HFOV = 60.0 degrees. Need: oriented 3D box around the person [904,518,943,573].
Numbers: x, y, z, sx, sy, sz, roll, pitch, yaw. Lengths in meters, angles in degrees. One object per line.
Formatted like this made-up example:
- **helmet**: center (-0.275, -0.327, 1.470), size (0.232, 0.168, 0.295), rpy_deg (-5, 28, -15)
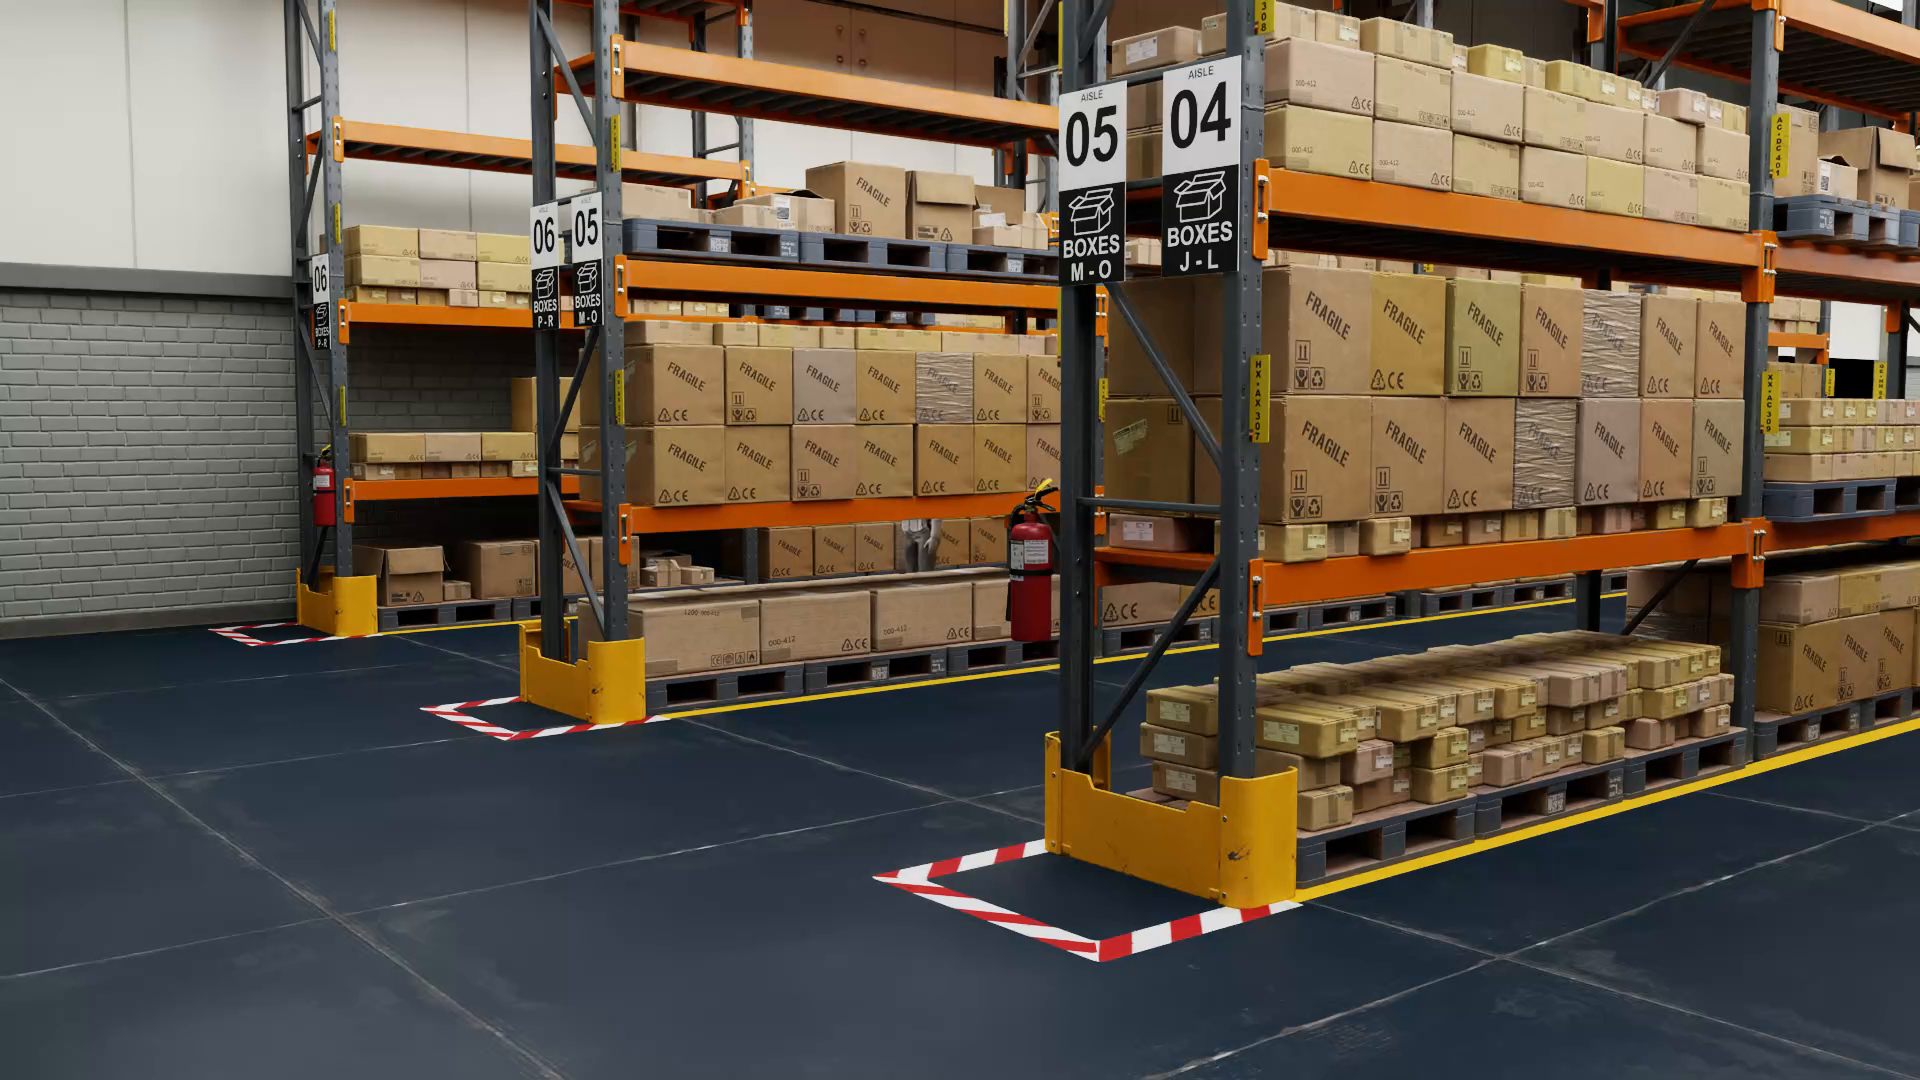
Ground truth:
- **person**: center (-0.313, -0.021, 14.107), size (0.322, 1.703, 0.470), rpy_deg (-3, 6, -37)
